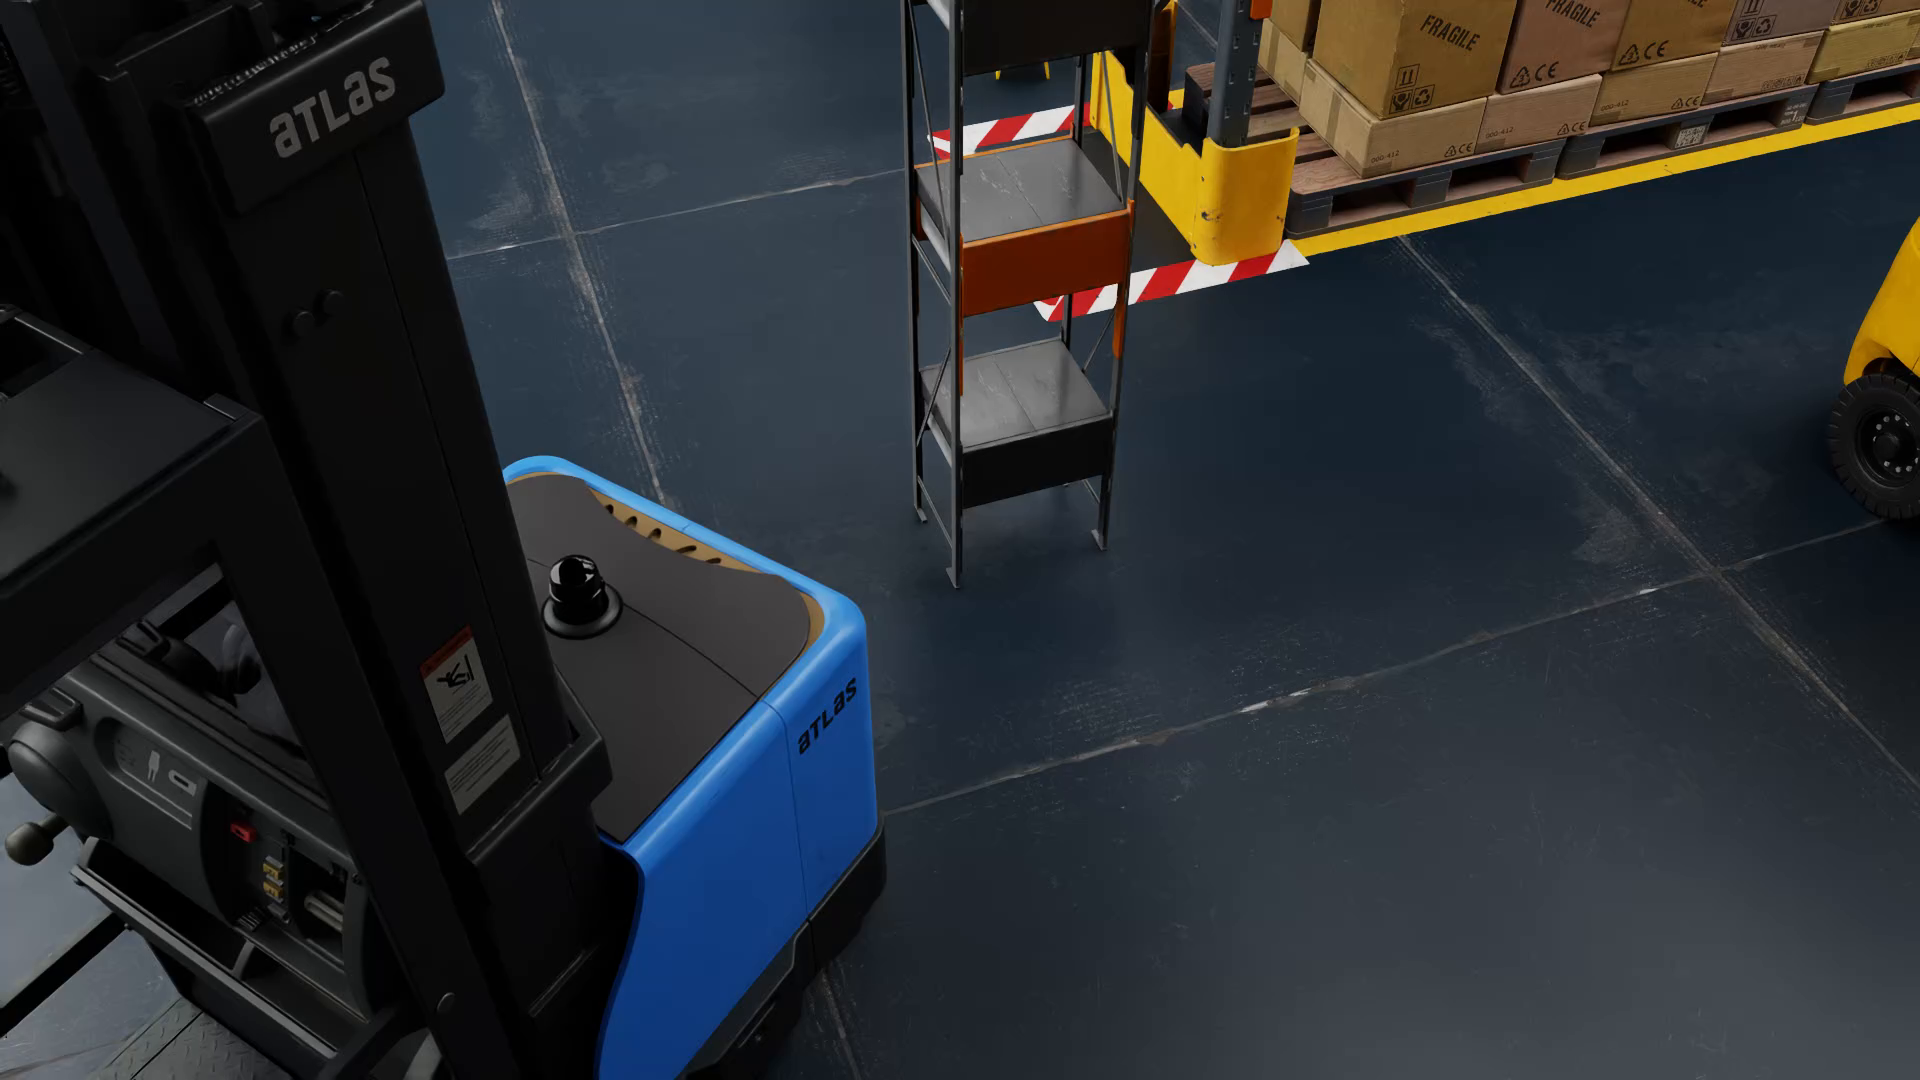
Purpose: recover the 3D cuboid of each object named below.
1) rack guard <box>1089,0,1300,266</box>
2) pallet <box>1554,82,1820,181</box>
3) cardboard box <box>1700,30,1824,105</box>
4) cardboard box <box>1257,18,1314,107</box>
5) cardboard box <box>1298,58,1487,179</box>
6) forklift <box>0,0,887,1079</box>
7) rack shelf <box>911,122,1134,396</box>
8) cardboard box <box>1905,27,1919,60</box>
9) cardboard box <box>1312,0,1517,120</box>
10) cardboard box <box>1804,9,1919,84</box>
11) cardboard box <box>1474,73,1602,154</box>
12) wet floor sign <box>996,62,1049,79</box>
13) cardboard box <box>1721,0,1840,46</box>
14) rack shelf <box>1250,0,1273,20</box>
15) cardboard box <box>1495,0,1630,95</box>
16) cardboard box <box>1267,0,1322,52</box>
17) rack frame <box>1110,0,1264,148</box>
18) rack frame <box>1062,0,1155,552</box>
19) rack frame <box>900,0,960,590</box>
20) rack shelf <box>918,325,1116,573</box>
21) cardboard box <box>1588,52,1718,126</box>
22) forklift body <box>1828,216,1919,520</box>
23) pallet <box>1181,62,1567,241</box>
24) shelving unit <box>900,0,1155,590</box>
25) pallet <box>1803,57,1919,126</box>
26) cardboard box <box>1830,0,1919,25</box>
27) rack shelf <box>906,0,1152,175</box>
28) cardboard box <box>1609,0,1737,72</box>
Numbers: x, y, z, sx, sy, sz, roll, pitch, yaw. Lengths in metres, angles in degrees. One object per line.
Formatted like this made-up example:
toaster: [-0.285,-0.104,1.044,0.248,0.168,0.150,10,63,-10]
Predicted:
rack guard: [0.888,-1.630,6.521,0.348,0.500,1.175,-14,47,-14]
pallet: [2.810,-1.990,7.085,1.213,0.211,1.003,-14,47,-14]
cardboard box: [3.137,-2.058,6.828,0.500,0.250,0.500,-14,47,-13]
cardboard box: [1.508,-2.051,6.821,0.500,0.250,0.500,-15,47,-14]
cardboard box: [1.669,-1.681,6.452,0.500,0.250,0.500,-15,47,-14]
forklift: [-1.408,0.560,2.623,1.130,2.935,3.031,24,50,22]
rack shelf: [0.156,-0.771,4.556,0.480,0.518,0.431,-14,47,-14]
cardboard box: [4.114,-2.312,7.081,0.500,0.250,0.500,-12,46,-12]
cardboard box: [1.691,-1.952,6.193,0.500,0.500,0.500,-16,47,-15]
cardboard box: [3.617,-2.177,6.947,0.500,0.250,0.500,-15,47,-15]
cardboard box: [2.152,-1.799,6.570,0.500,0.250,0.500,-13,46,-12]
wet floor sign: [0.274,-2.330,7.116,0.232,0.644,0.267,0,45,0]
cardboard box: [3.156,-2.330,6.570,0.500,0.500,0.500,-12,46,-12]
rack shelf: [2.698,-2.721,6.352,4.000,0.370,1.077,-14,47,-14]
cardboard box: [2.182,-2.081,6.321,0.500,0.500,0.500,-16,47,-15]
cardboard box: [1.481,-2.302,6.542,0.500,0.500,0.500,-14,47,-14]
rack frame: [0.816,-2.494,5.618,0.127,3.000,1.000,-14,47,-14]
rack frame: [0.385,-0.840,4.604,0.015,2.100,0.400,-14,47,-14]
rack frame: [-0.074,-0.722,4.487,0.015,2.100,0.400,-14,47,-14]
rack shelf: [0.156,-0.277,5.051,0.480,0.518,0.431,-14,47,-14]
cardboard box: [2.661,-1.938,6.709,0.500,0.250,0.500,-11,46,-11]
forklift body: [3.669,-0.560,4.289,1.214,2.155,2.313,-14,47,-14]
pallet: [1.664,-1.699,6.795,1.213,0.211,1.003,-14,47,-14]
shelving unit: [0.156,-0.781,4.546,0.503,2.100,0.431,-14,47,-14]
pallet: [3.959,-2.286,7.380,1.213,0.211,1.003,-14,47,-14]
cardboard box: [3.636,-2.453,6.693,0.500,0.500,0.500,-14,47,-13]
rack shelf: [0.156,-1.266,4.060,0.480,0.518,0.431,-14,47,-14]
cardboard box: [2.656,-2.196,6.436,0.500,0.500,0.500,-13,47,-13]
